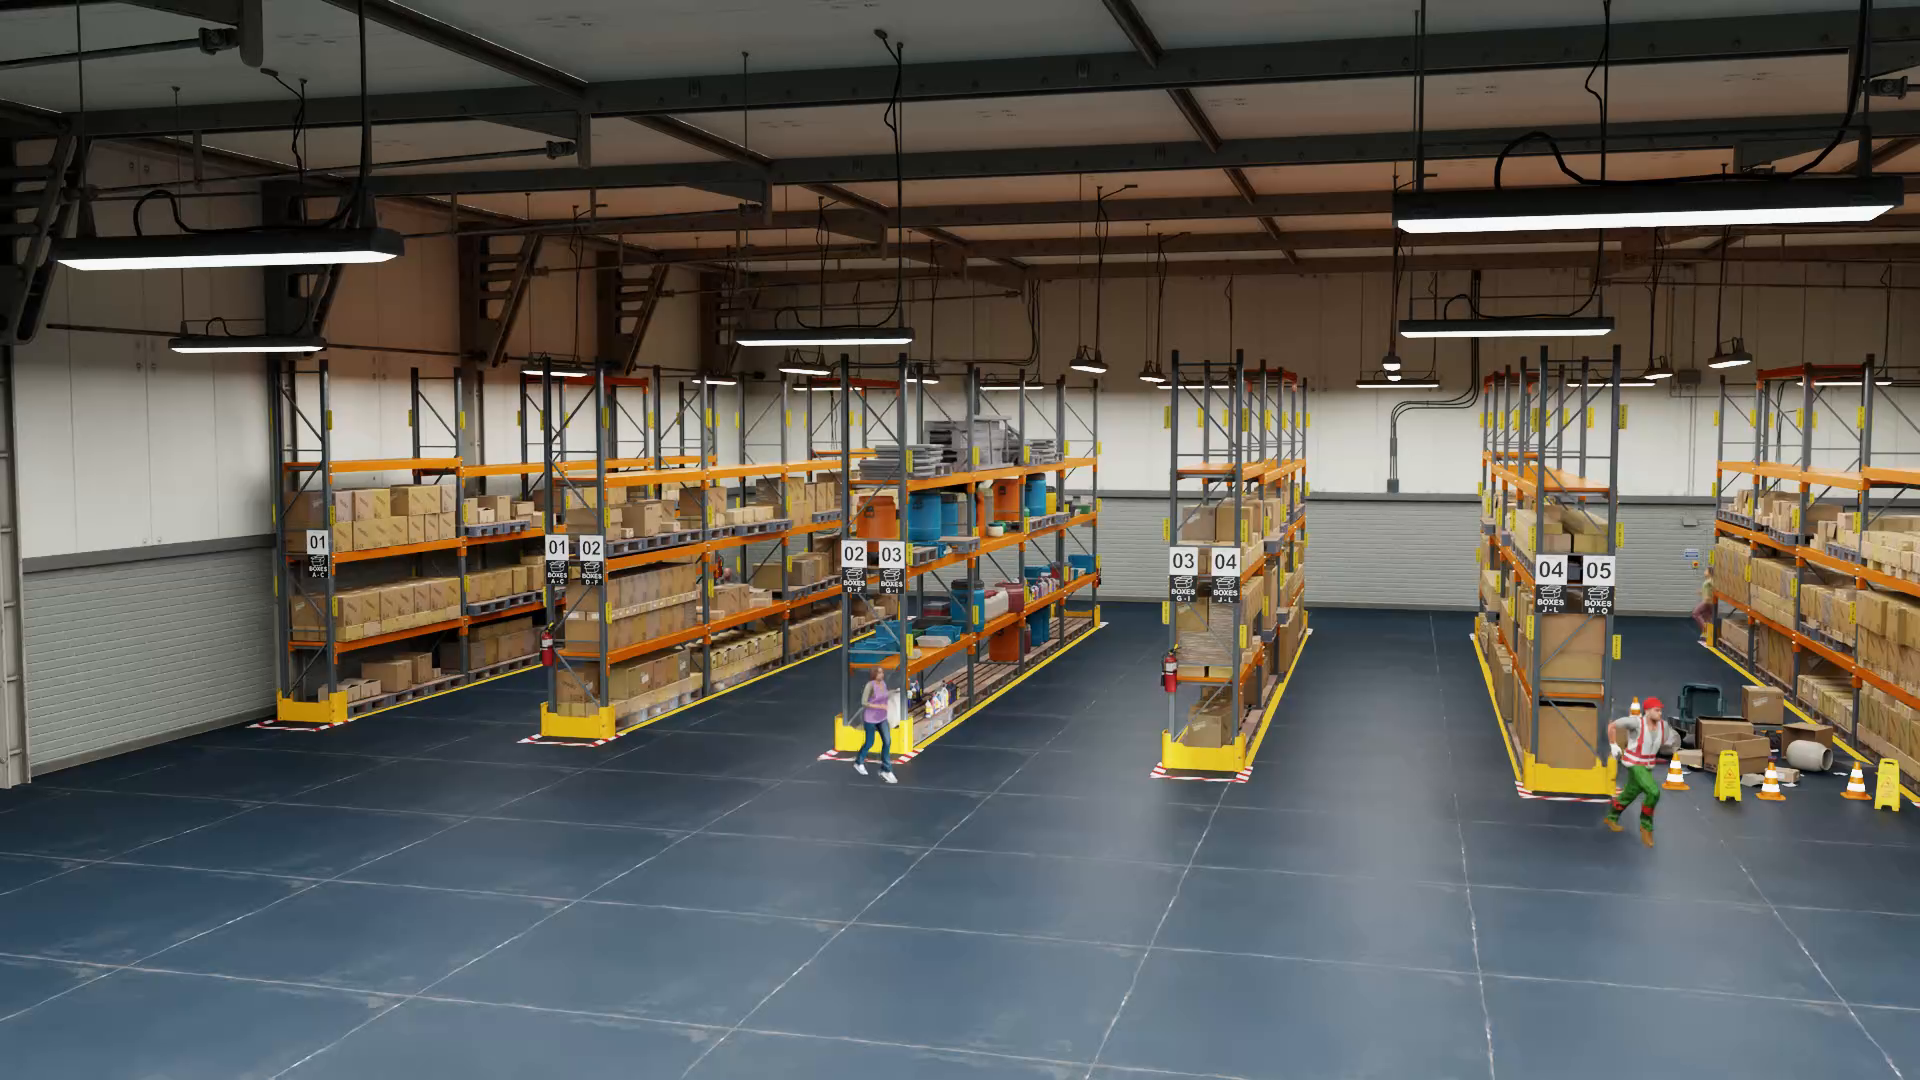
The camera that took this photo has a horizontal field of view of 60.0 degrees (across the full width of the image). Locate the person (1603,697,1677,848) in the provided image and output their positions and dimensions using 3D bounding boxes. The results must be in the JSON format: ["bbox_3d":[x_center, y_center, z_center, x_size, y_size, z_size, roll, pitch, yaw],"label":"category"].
[{"bbox_3d":[8.046,2.710,19.748,0.647,1.768,0.955,-2,5,-27],"label":"person"}]

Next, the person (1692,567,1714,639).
[{"bbox_3d":[17.064,1.438,38.001,0.572,1.662,0.590,2,5,30],"label":"person"}]

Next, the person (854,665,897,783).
[{"bbox_3d":[-1.202,2.539,23.127,0.527,1.632,0.759,-4,6,-43],"label":"person"}]

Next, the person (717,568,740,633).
[{"bbox_3d":[-5.188,1.472,37.229,0.631,1.681,0.624,1,4,10],"label":"person"}]
